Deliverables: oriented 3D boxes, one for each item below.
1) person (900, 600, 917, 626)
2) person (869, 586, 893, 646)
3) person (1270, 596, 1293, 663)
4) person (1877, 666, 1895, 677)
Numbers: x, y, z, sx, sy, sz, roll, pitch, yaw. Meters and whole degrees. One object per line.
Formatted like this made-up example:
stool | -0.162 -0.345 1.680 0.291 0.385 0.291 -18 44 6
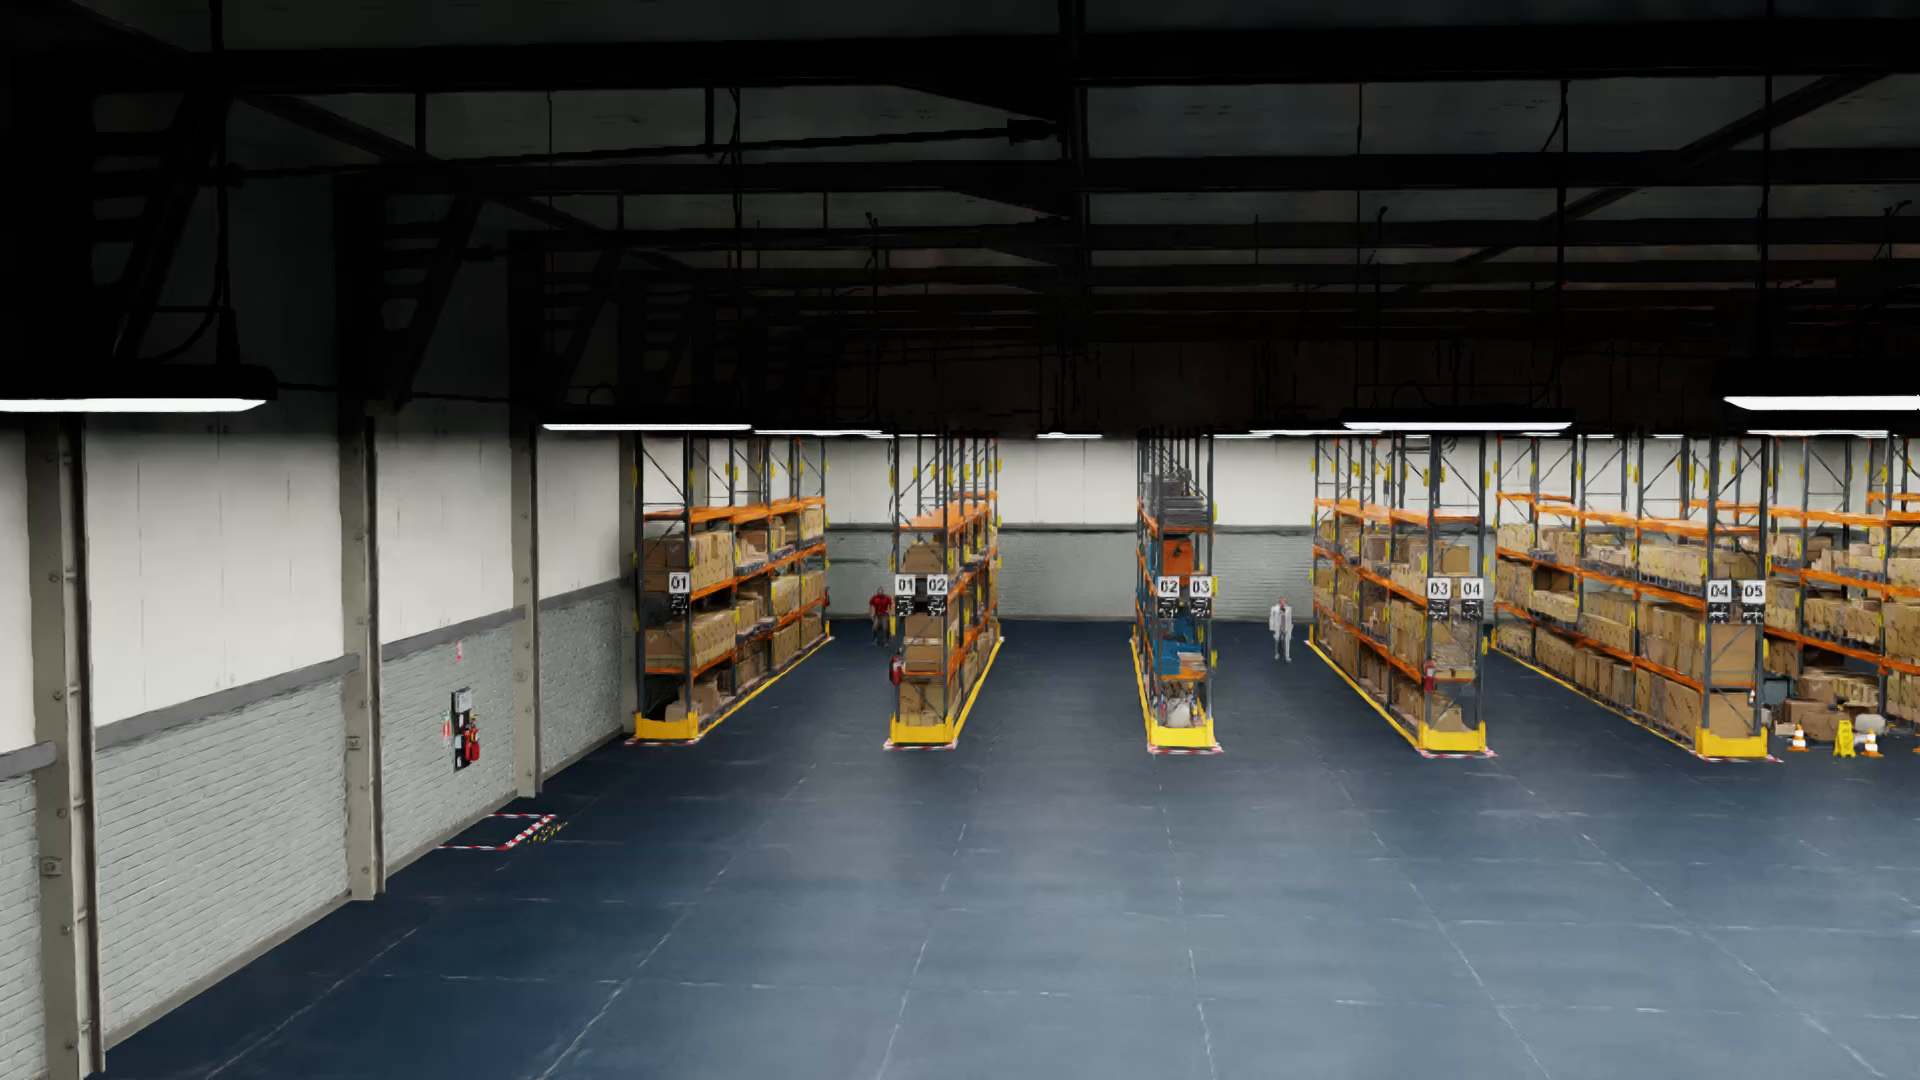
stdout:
person | -1.632 1.776 50.953 0.720 1.786 0.494 -3 4 -40
person | -2.199 2.112 46.261 0.682 1.676 0.535 0 3 3
person | 8.289 2.280 42.865 0.598 1.698 1.194 0 3 7
person | 21.796 2.469 39.235 0.573 1.764 0.669 2 4 34
